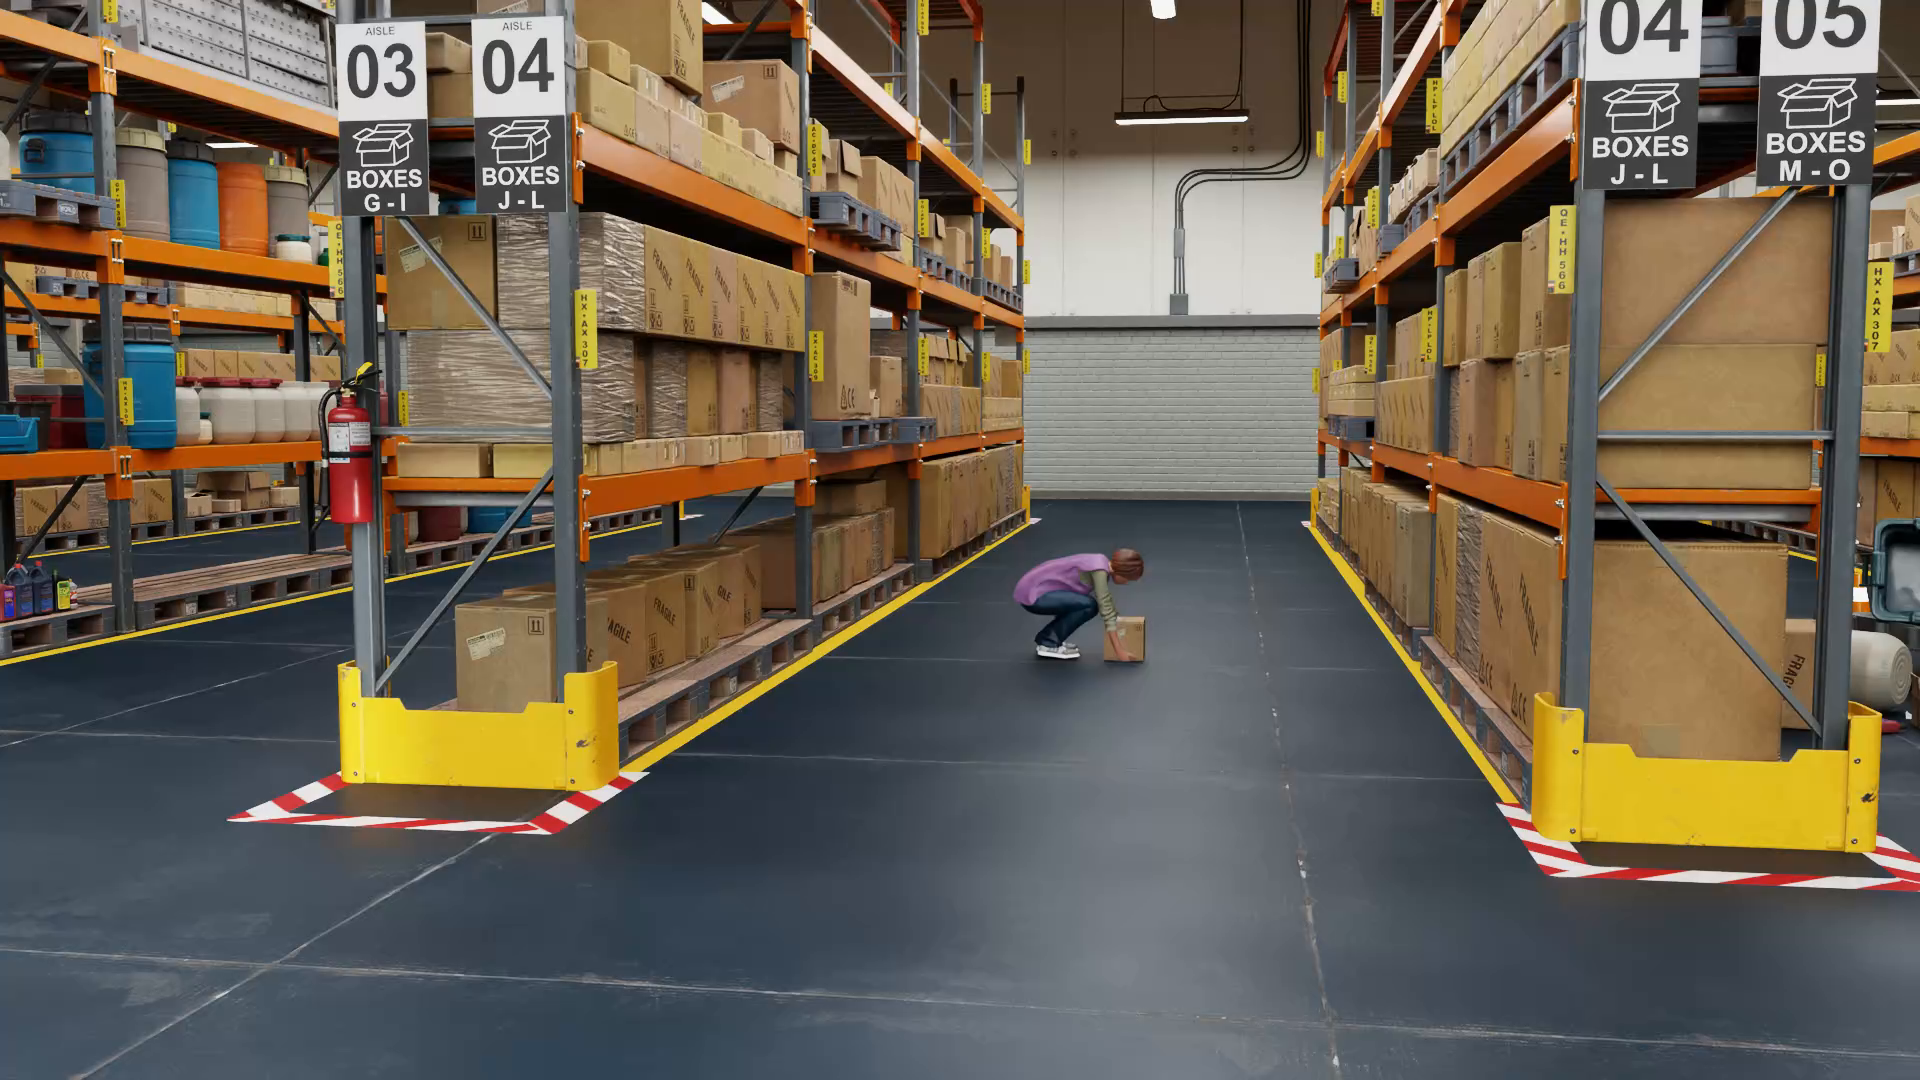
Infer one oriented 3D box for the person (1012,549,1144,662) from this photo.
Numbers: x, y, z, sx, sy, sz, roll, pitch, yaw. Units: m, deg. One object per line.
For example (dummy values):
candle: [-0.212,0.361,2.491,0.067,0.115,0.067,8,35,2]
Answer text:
person: [0.758,0.432,10.698,0.841,0.757,0.427,1,5,8]
